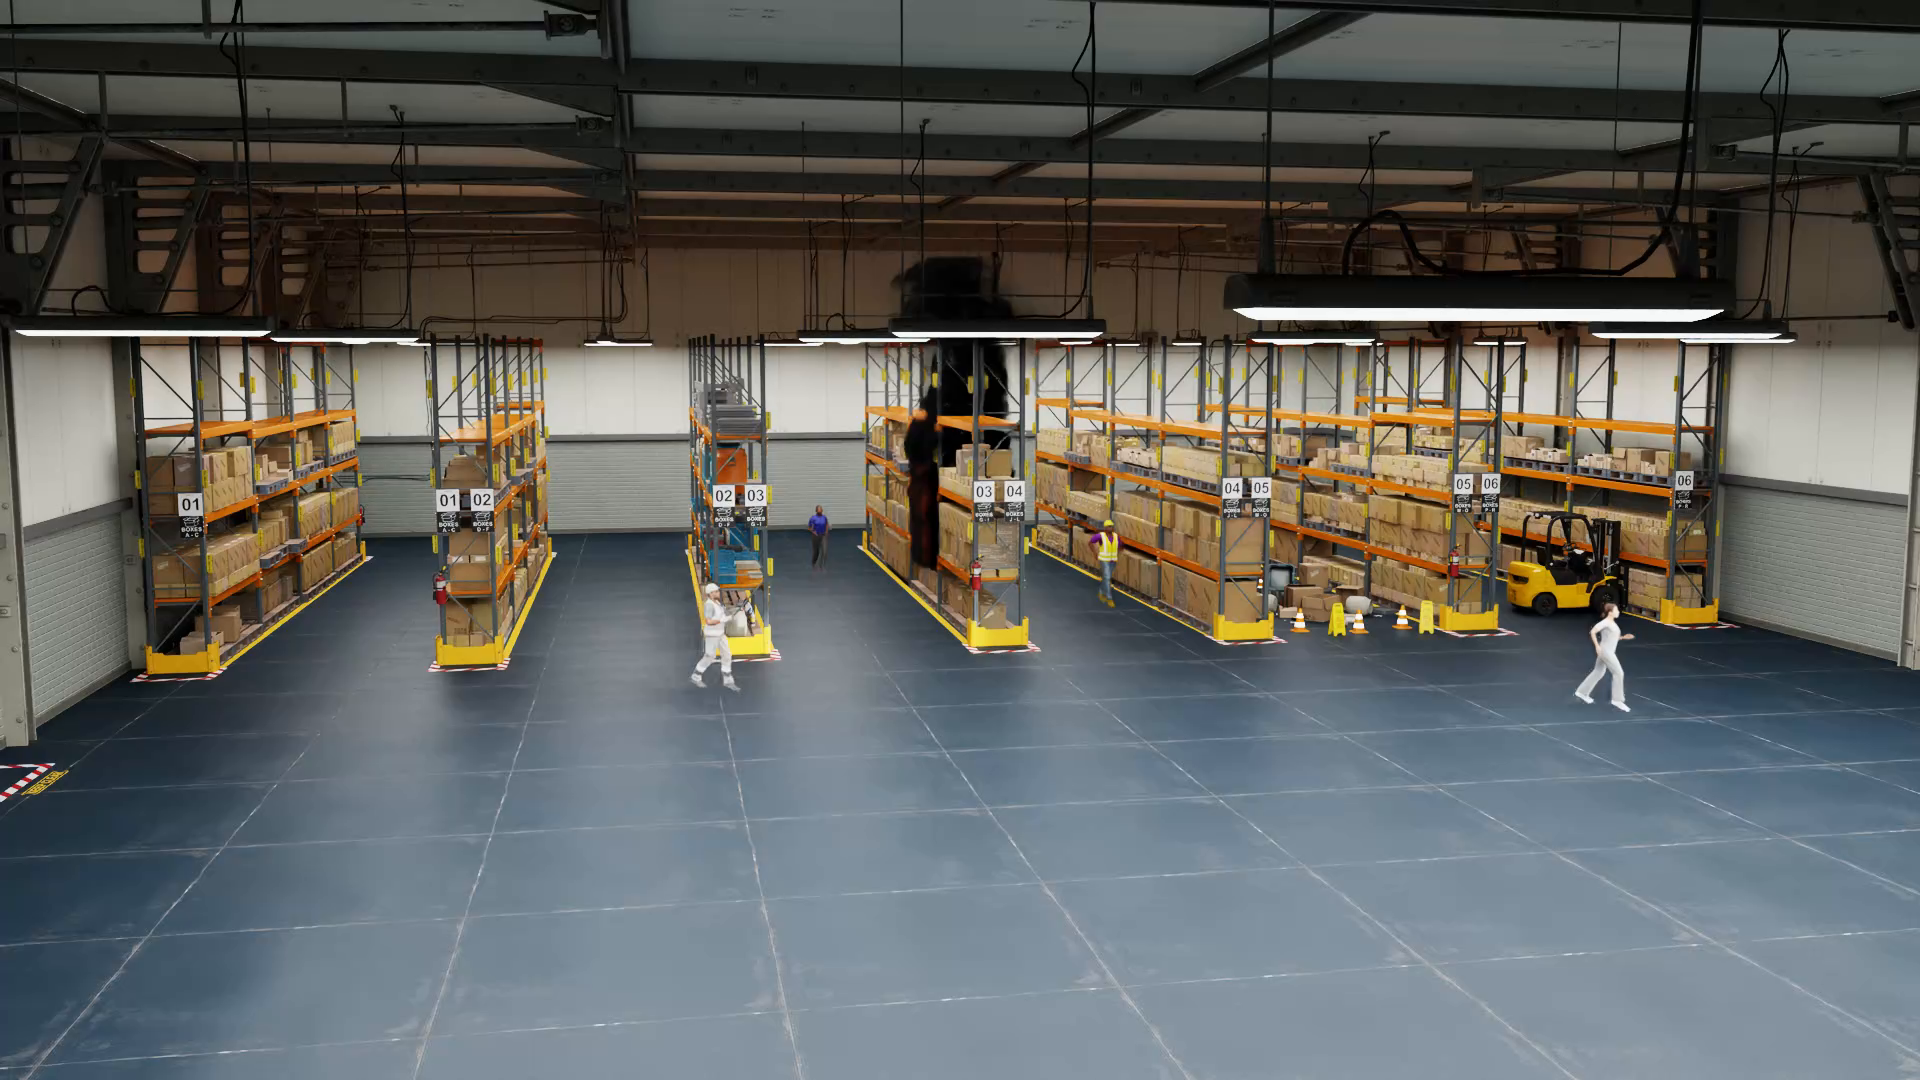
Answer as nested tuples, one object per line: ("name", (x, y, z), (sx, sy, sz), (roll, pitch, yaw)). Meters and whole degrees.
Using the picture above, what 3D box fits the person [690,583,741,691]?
("person", (-4.119, 1.631, 27.833), (0.847, 1.825, 0.640), (2, 7, 15))

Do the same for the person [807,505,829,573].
("person", (-3.458, -0.034, 40.916), (0.585, 1.618, 0.756), (-3, 7, -21))

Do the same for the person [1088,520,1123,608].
("person", (3.167, 0.480, 35.486), (0.684, 1.827, 0.827), (-3, 7, -27))

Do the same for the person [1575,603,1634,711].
("person", (10.287, 1.847, 26.538), (0.857, 1.714, 0.535), (3, 7, 25))
